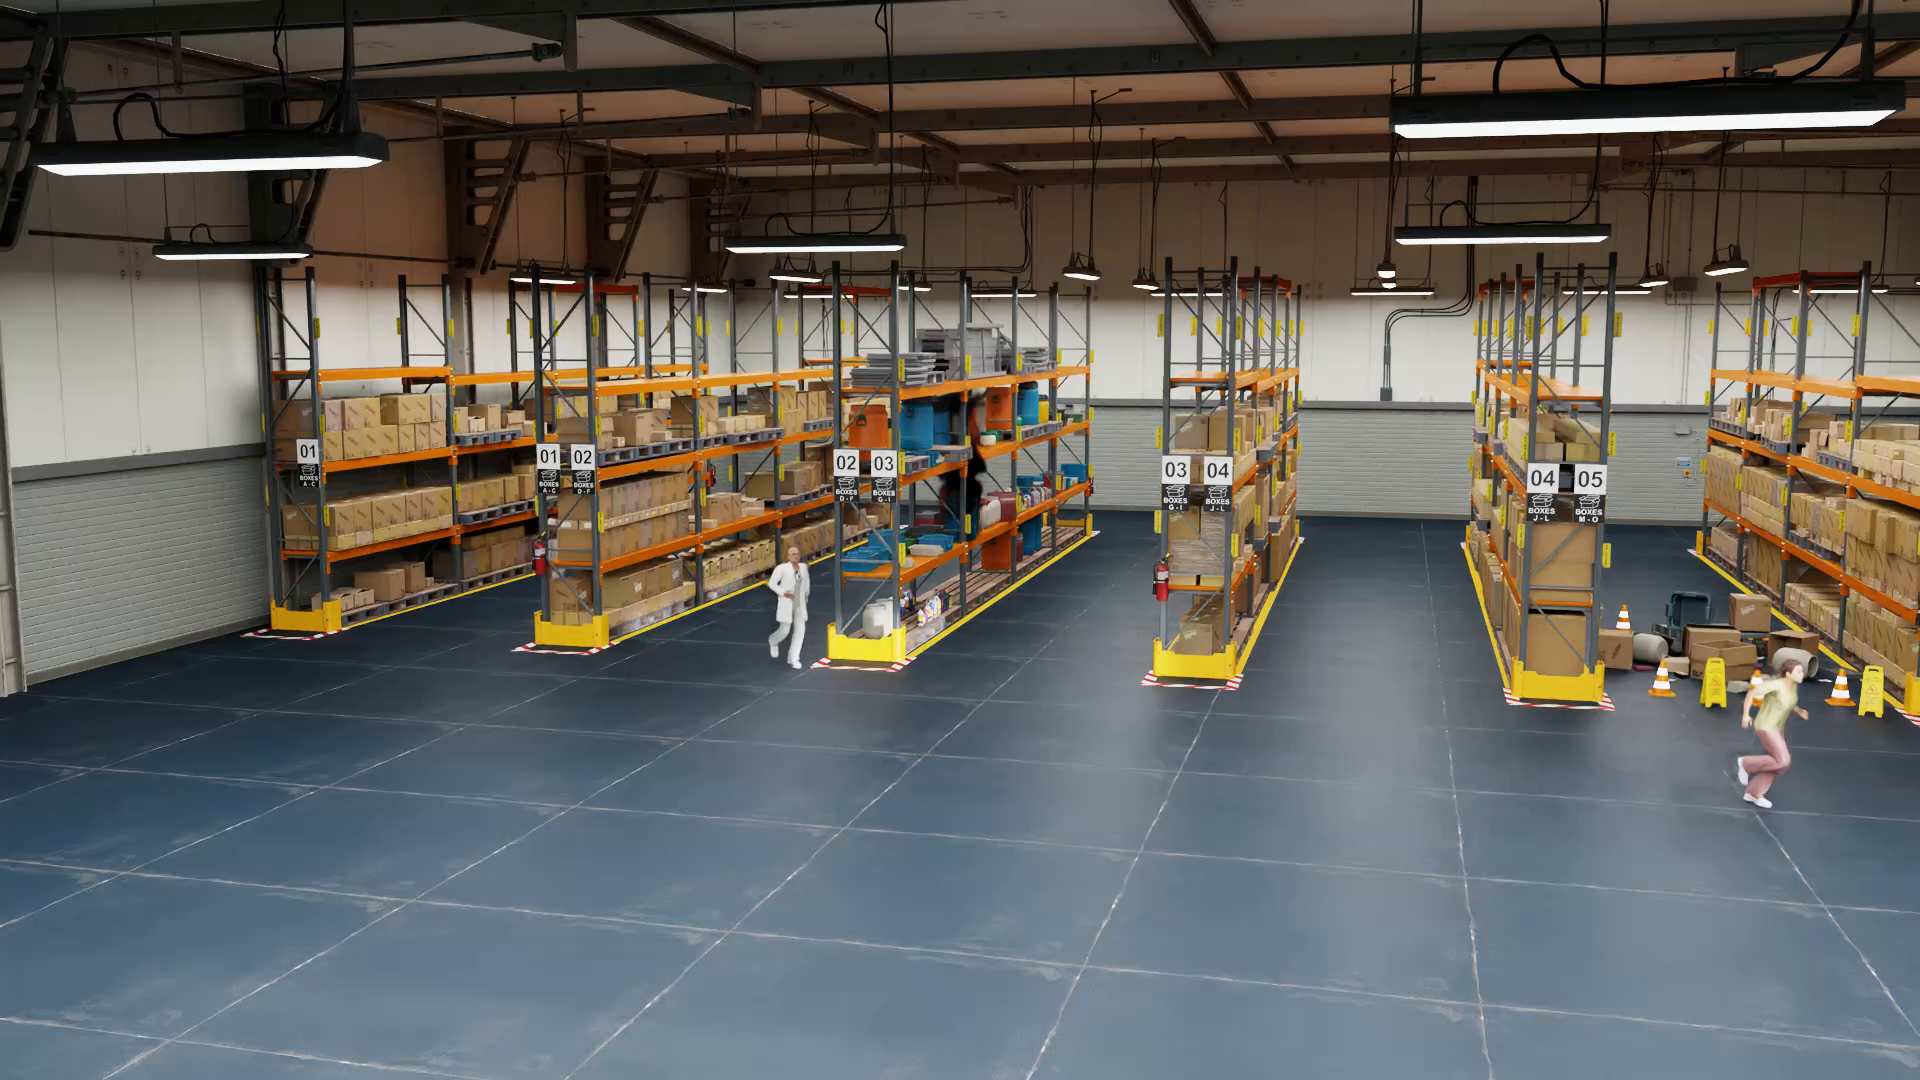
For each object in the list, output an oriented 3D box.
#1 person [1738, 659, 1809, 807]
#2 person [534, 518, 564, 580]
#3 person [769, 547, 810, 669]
[{"bbox_3d":[8.556,2.018,17.487,0.571,1.597,0.674,-6,9,-38],"label":"person"},{"bbox_3d":[-7.041,0.475,28.963,0.655,1.786,0.975,2,7,12],"label":"person"},{"bbox_3d":[-2.531,0.984,24.911,0.730,1.773,0.924,-4,8,-30],"label":"person"}]
